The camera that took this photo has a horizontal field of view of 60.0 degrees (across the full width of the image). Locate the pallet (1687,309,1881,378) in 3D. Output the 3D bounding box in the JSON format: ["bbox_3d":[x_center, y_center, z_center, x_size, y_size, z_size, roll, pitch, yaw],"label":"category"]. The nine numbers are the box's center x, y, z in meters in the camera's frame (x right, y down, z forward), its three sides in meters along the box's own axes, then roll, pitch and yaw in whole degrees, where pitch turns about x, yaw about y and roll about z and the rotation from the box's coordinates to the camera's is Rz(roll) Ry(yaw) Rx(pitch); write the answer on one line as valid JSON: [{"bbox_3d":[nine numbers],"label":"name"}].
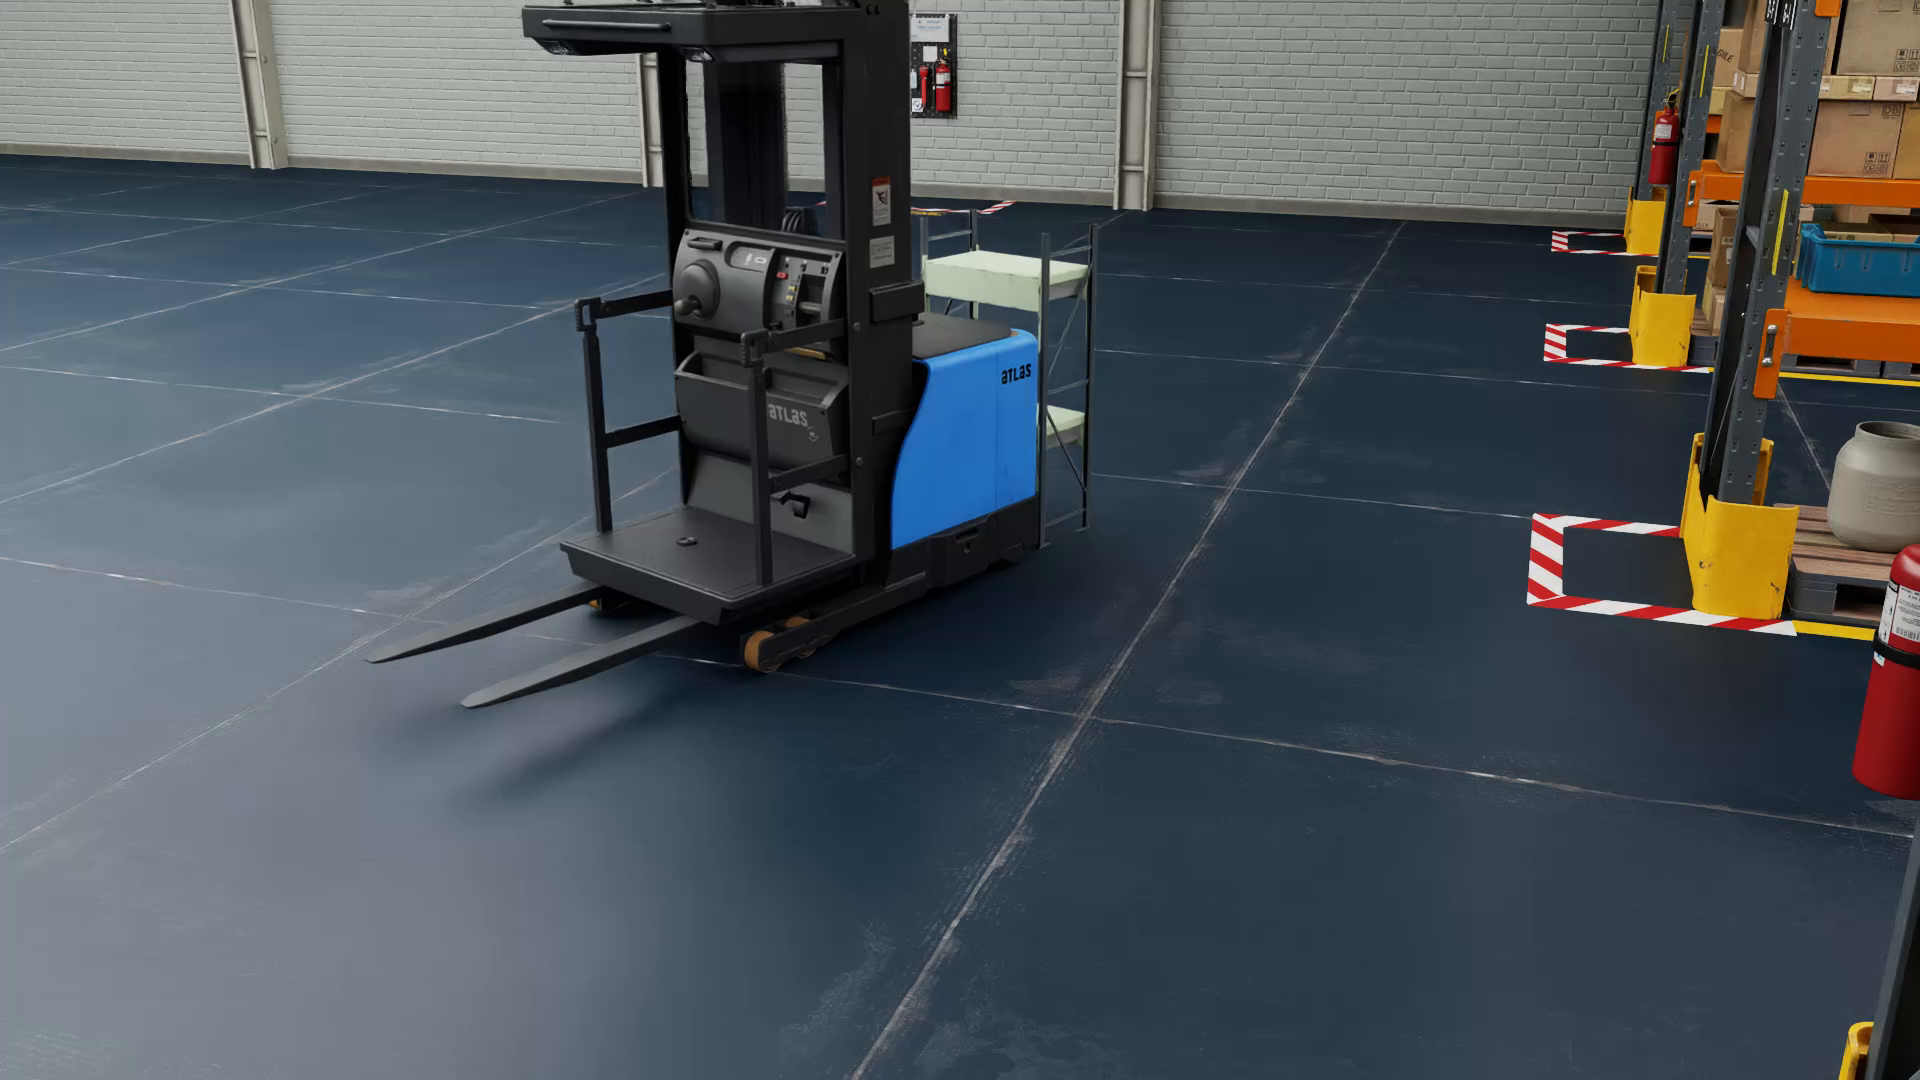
[{"bbox_3d":[5.803,-1.414,11.812,1.213,0.211,1.003,7,20,18],"label":"pallet"}]

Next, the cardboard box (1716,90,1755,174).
[{"bbox_3d":[5.504,-2.793,11.380,0.500,0.500,0.700,7,20,18],"label":"cardboard box"}]

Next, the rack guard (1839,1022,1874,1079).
[{"bbox_3d":[1.885,1.468,3.105,0.348,0.500,1.175,7,20,18],"label":"rack guard"}]

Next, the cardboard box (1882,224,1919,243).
[{"bbox_3d":[6.450,-1.824,11.151,0.500,0.500,0.500,7,20,18],"label":"cardboard box"}]

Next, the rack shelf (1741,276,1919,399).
[{"bbox_3d":[5.327,-0.705,6.634,4.000,0.370,1.077,7,20,18],"label":"rack shelf"}]

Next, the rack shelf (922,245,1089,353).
[{"bbox_3d":[0.226,-1.164,7.951,0.720,0.370,0.431,16,25,38],"label":"rack shelf"}]

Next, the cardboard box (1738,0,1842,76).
[{"bbox_3d":[5.554,-3.400,11.150,0.500,0.500,0.700,7,20,18],"label":"cardboard box"}]

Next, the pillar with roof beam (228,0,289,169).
[{"bbox_3d":[-10.781,-7.973,17.277,0.400,9.000,9.100,7,20,18],"label":"pillar with roof beam"}]

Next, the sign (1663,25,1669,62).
[{"bbox_3d":[6.511,-4.581,15.345,0.005,0.325,0.100,7,20,18],"label":"sign"}]

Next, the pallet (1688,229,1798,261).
[{"bbox_3d":[7.517,-2.917,16.124,1.213,0.211,1.003,7,20,18],"label":"pallet"}]

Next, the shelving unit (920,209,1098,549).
[{"bbox_3d":[0.226,-0.795,8.079,0.755,1.500,0.431,16,25,38],"label":"shelving unit"}]

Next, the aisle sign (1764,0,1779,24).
[{"bbox_3d":[3.468,-2.588,6.994,0.004,0.787,0.394,7,20,18],"label":"aisle sign"}]

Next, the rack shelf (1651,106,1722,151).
[{"bbox_3d":[8.579,-3.785,15.471,4.000,0.370,1.077,7,20,18],"label":"rack shelf"}]

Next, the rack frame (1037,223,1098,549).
[{"bbox_3d":[0.505,-0.717,7.855,0.023,1.500,0.400,16,25,38],"label":"rack frame"}]

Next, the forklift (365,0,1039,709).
[{"bbox_3d":[-0.968,-1.044,6.619,1.130,2.935,3.031,16,25,38],"label":"forklift"}]

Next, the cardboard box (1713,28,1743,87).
[{"bbox_3d":[7.042,-4.488,15.454,0.500,0.500,0.500,7,20,18],"label":"cardboard box"}]

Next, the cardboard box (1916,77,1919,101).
[{"bbox_3d":[6.343,-2.933,10.797,0.250,0.149,0.380,6,20,16],"label":"cardboard box"}]

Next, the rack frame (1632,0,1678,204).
[{"bbox_3d":[6.689,-4.341,15.972,0.127,3.000,1.000,7,20,18],"label":"rack frame"}]

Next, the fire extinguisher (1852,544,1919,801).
[{"bbox_3d":[1.856,0.160,3.176,0.183,0.674,0.296,7,20,18],"label":"fire extinguisher"}]

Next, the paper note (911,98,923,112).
[{"bbox_3d":[-0.500,-5.086,19.447,0.142,0.148,0.016,7,20,18],"label":"paper note"}]

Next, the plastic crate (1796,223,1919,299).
[{"bbox_3d":[4.009,-1.229,7.271,0.616,0.251,0.499,7,20,18],"label":"plastic crate"}]

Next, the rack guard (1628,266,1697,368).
[{"bbox_3d":[5.045,-1.622,11.971,0.348,0.500,1.175,7,20,18],"label":"rack guard"}]

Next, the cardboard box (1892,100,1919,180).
[{"bbox_3d":[6.469,-2.682,11.062,0.500,0.500,0.700,7,20,18],"label":"cardboard box"}]

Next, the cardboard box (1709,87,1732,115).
[{"bbox_3d":[7.046,-4.128,15.559,0.500,0.250,0.500,6,20,16],"label":"cardboard box"}]

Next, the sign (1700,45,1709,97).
[{"bbox_3d":[4.879,-3.074,10.903,0.005,0.325,0.100,7,20,18],"label":"sign"}]

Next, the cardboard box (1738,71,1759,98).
[{"bbox_3d":[5.367,-3.044,11.115,0.250,0.149,0.380,6,20,18],"label":"cardboard box"}]

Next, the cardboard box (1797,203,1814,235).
[{"bbox_3d":[7.852,-3.115,15.871,0.500,0.311,0.500,8,21,23],"label":"cardboard box"}]

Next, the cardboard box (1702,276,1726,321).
[{"bbox_3d":[5.671,-1.734,12.033,0.500,0.250,0.500,7,20,18],"label":"cardboard box"}]

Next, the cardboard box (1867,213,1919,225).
[{"bbox_3d":[6.621,-1.985,11.615,0.500,0.500,0.500,7,20,18],"label":"cardboard box"}]

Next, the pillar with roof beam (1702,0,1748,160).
[{"bbox_3d":[6.222,-6.028,11.699,0.400,9.000,9.100,7,20,18],"label":"pillar with roof beam"}]

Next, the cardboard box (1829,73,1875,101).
[{"bbox_3d":[5.853,-2.989,10.957,0.250,0.149,0.380,7,20,18],"label":"cardboard box"}]
